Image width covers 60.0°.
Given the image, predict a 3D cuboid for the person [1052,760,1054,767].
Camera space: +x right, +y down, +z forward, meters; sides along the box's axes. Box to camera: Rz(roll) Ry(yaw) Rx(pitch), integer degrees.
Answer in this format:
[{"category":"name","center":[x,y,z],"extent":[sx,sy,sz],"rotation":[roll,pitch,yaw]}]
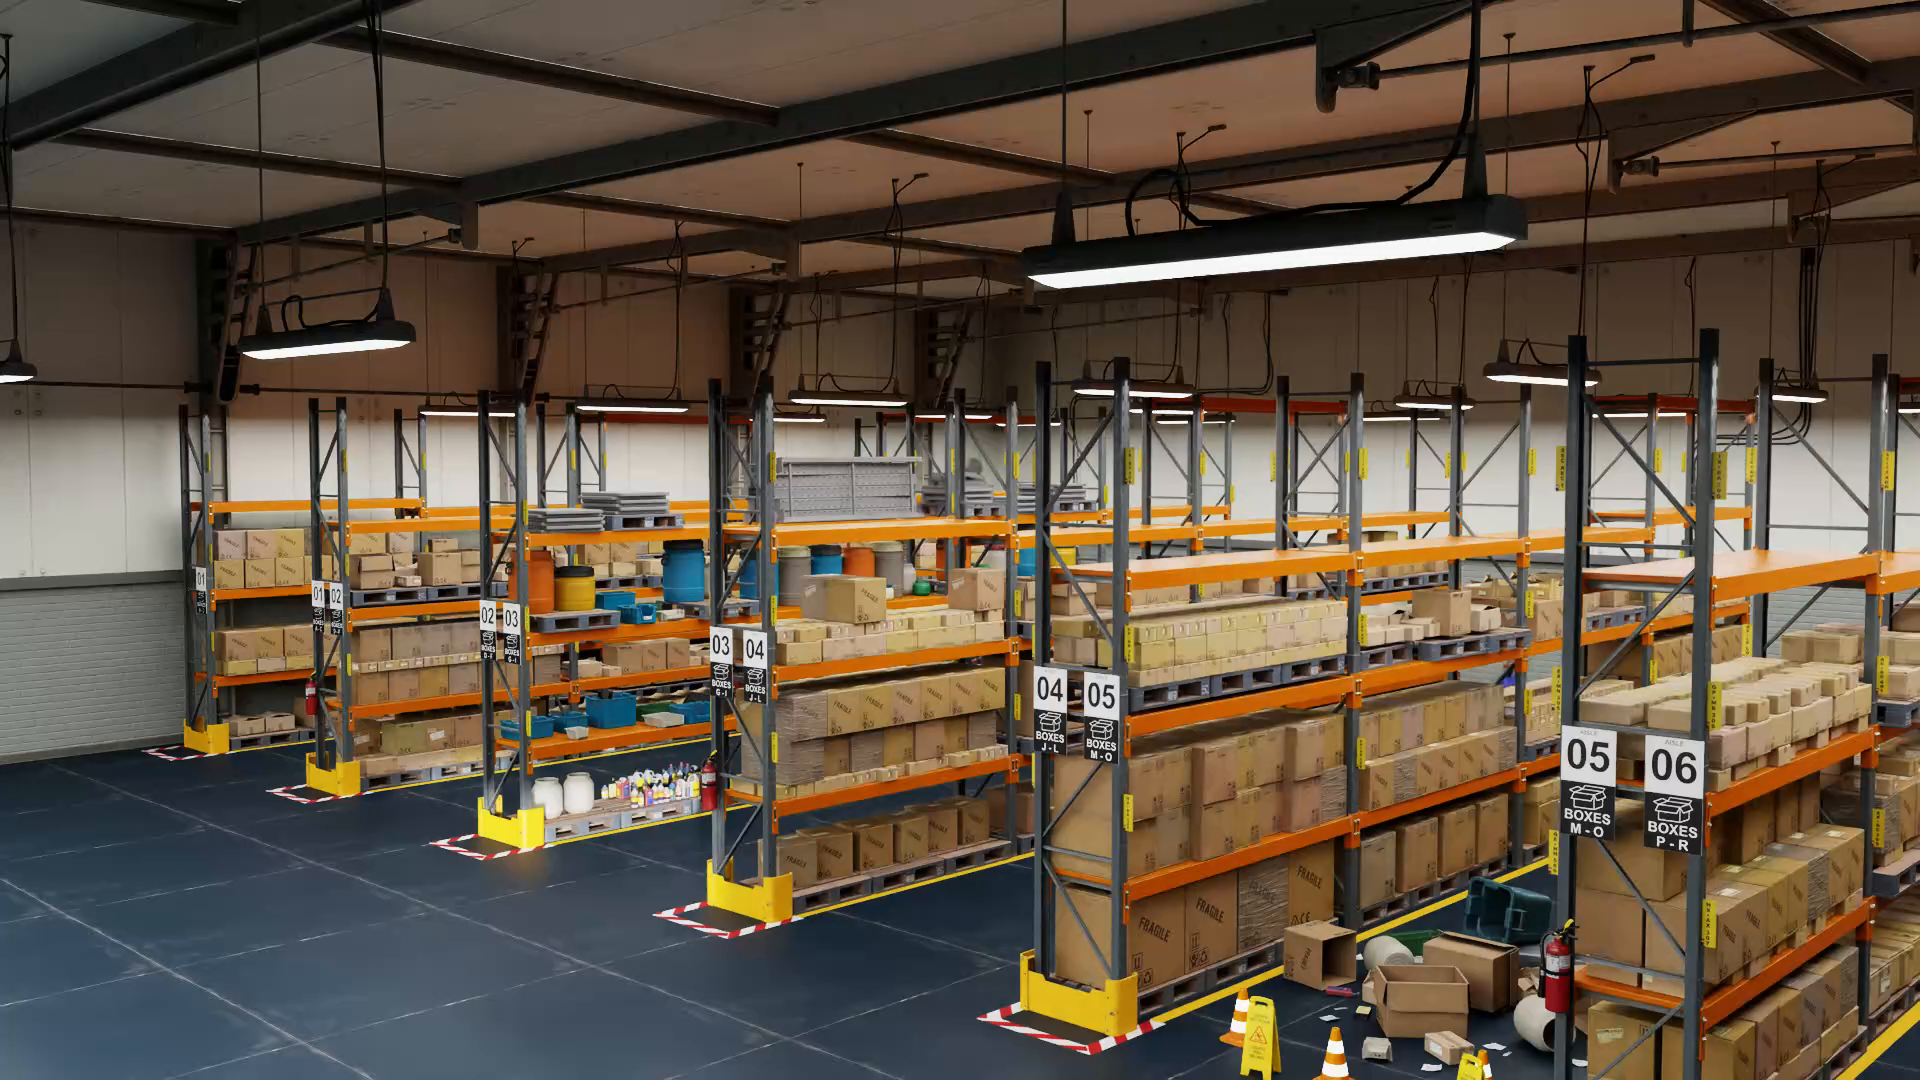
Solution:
[{"category":"person","center":[1.477,2.967,25.823],"extent":[0.648,1.637,0.729],"rotation":[3,4,40]}]

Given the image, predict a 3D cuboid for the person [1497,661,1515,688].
[{"category":"person","center":[9.482,2.873,28.628],"extent":[0.580,1.585,0.518],"rotation":[1,3,23]}]
